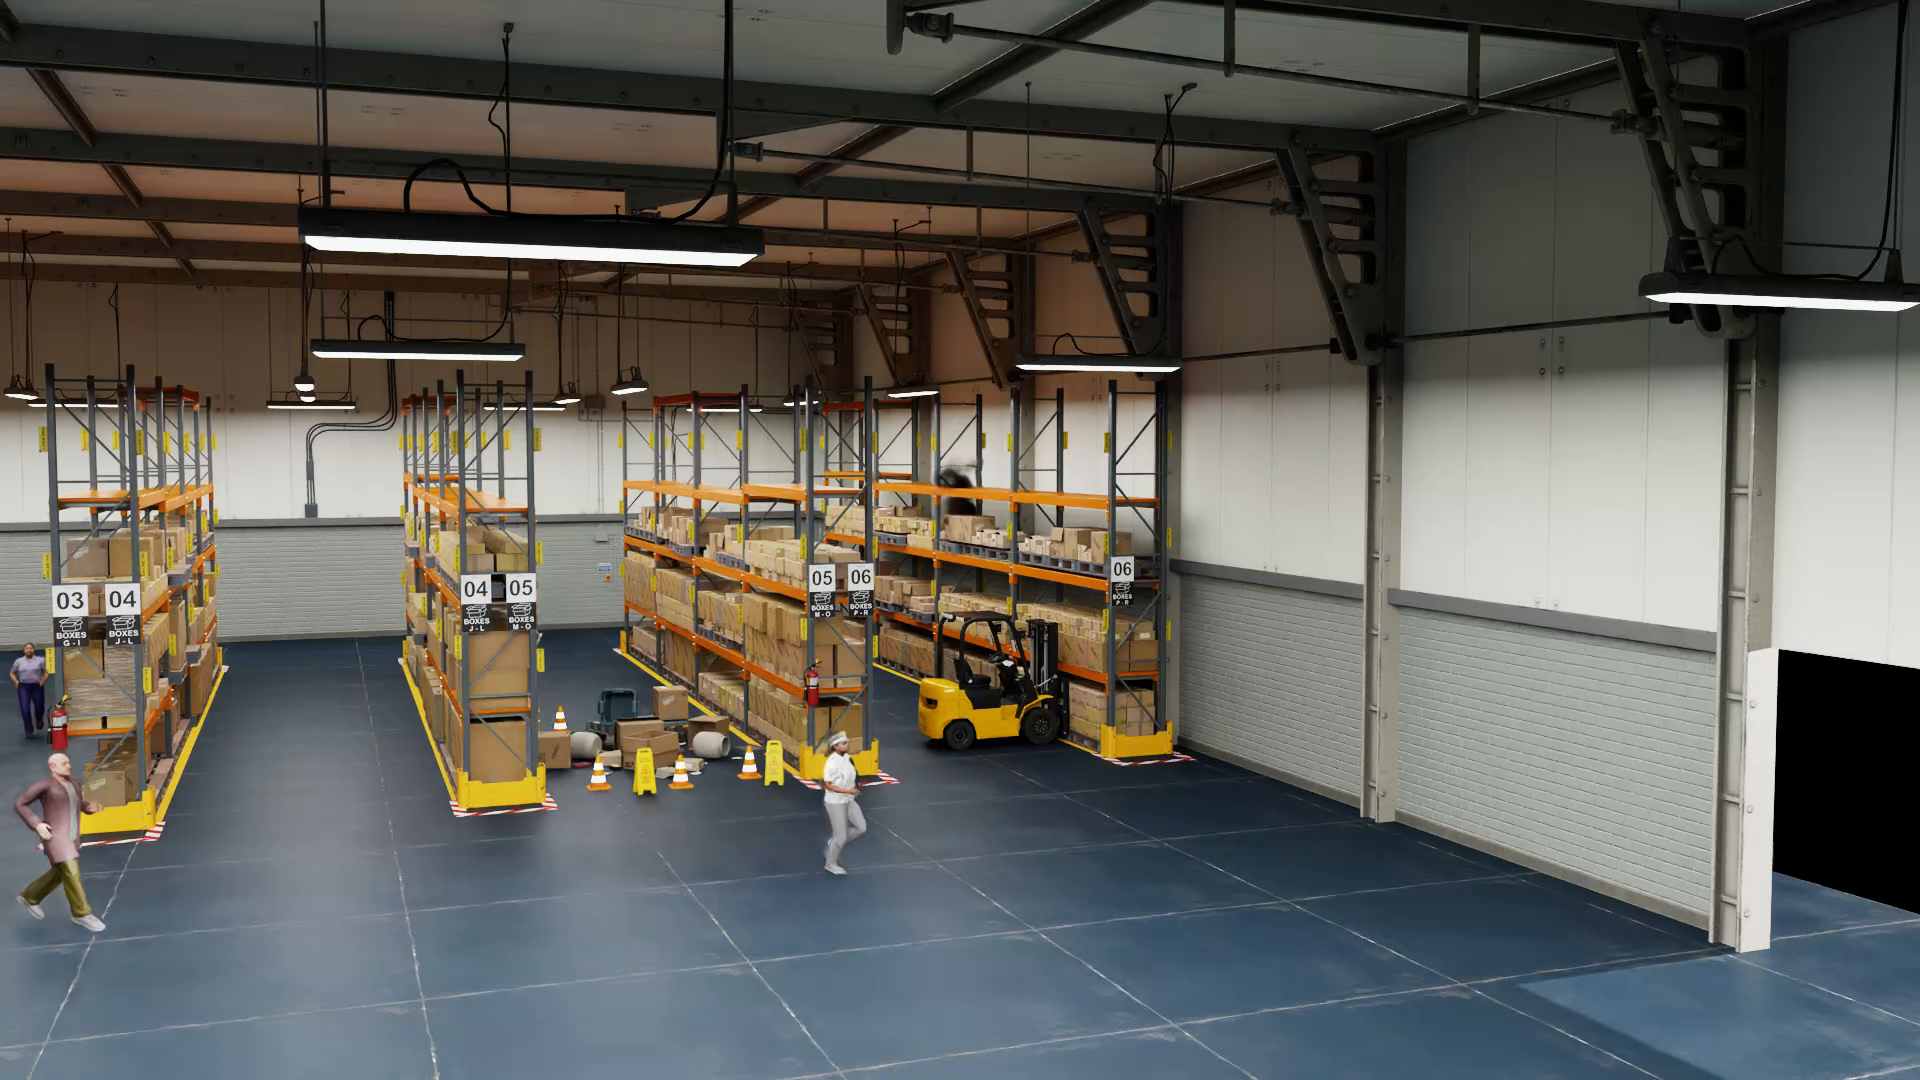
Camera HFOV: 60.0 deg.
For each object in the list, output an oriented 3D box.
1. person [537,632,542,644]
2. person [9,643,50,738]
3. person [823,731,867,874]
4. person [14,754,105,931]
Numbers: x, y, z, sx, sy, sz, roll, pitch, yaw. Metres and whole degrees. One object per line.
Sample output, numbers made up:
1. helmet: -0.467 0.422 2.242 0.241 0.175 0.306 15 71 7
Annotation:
1. person: -10.402 1.852 40.121 0.635 1.645 0.580 -1 3 -15
2. person: -15.857 2.552 28.359 0.606 1.584 0.560 -2 4 -28
3. person: -1.333 3.039 19.288 0.528 1.671 0.624 2 4 26
4. person: -9.279 3.097 17.134 1.041 1.805 0.703 0 3 6
